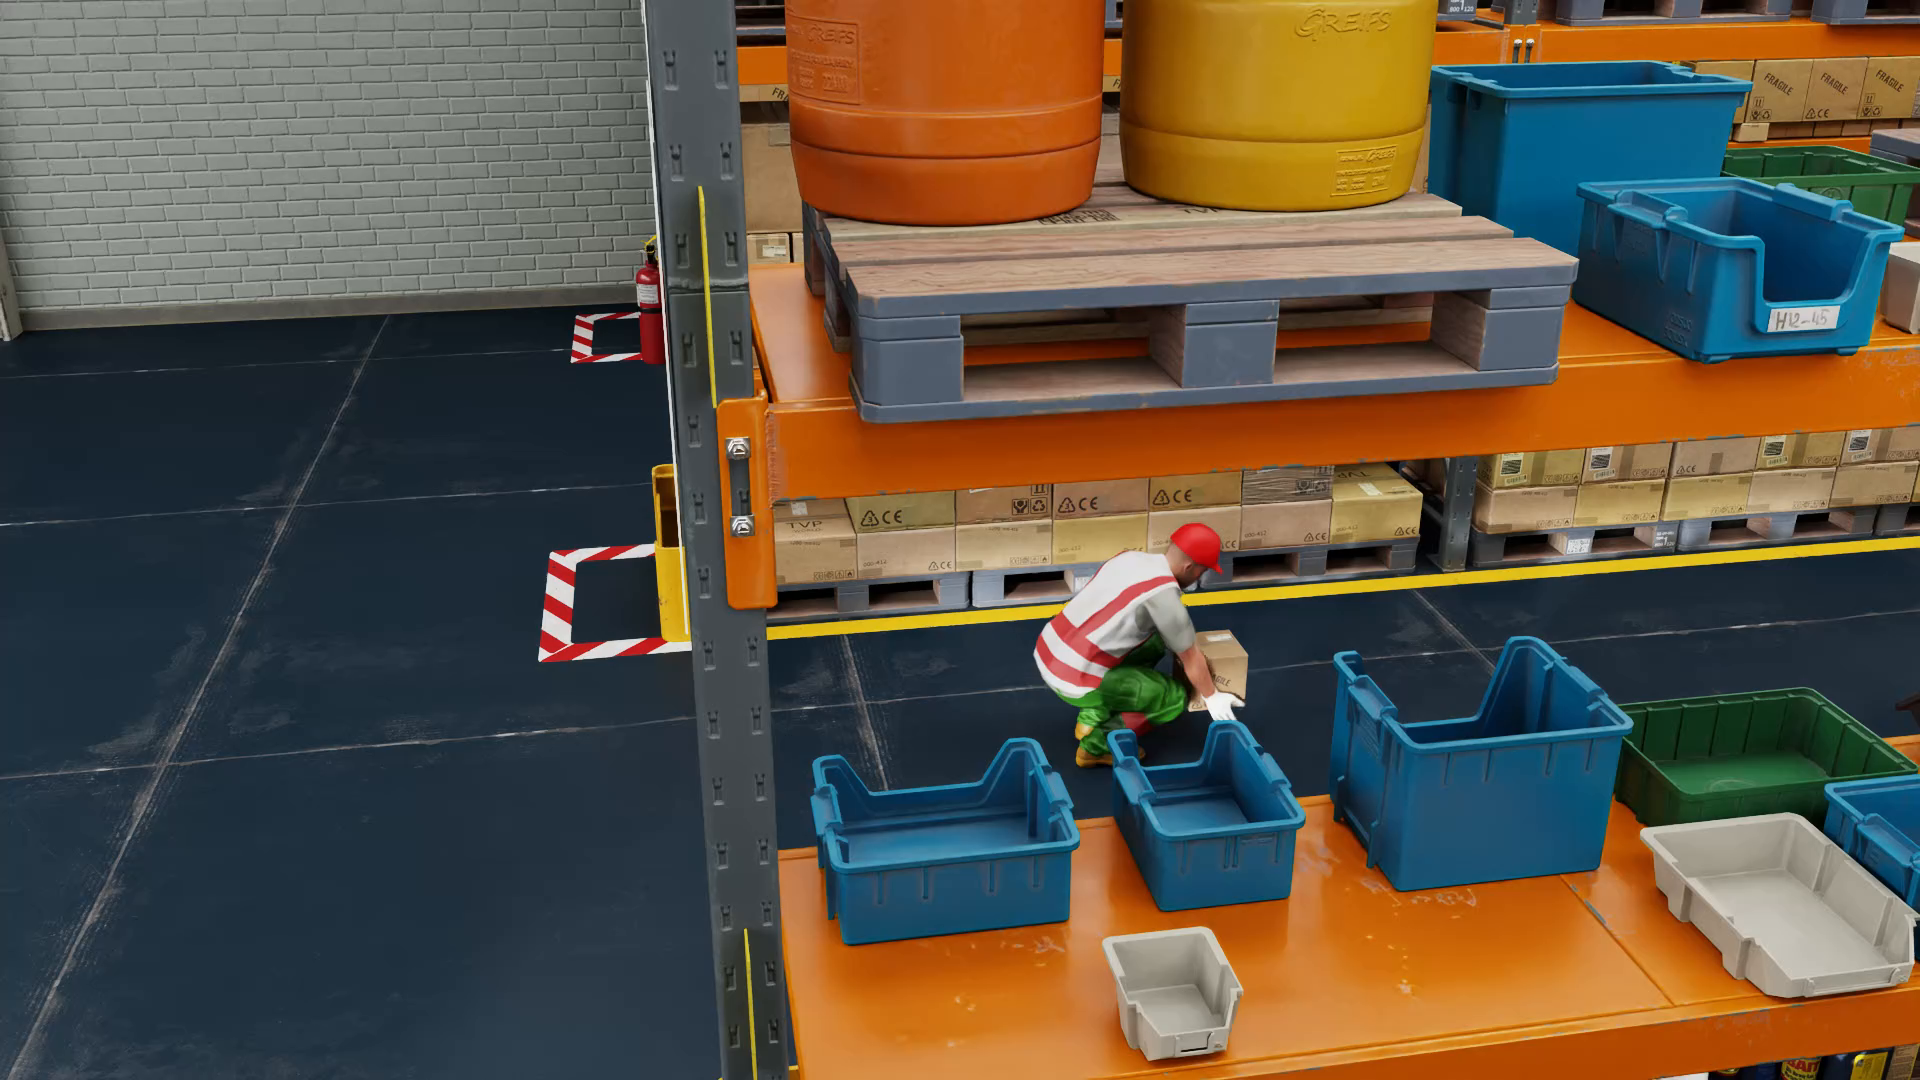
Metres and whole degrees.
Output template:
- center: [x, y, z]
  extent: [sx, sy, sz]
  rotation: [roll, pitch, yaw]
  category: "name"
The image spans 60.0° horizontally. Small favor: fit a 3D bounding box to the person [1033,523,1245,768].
- center: [0.756, 0.430, 7.079]
  extent: [0.885, 0.998, 0.553]
  rotation: [-4, 24, -10]
  category: "person"
